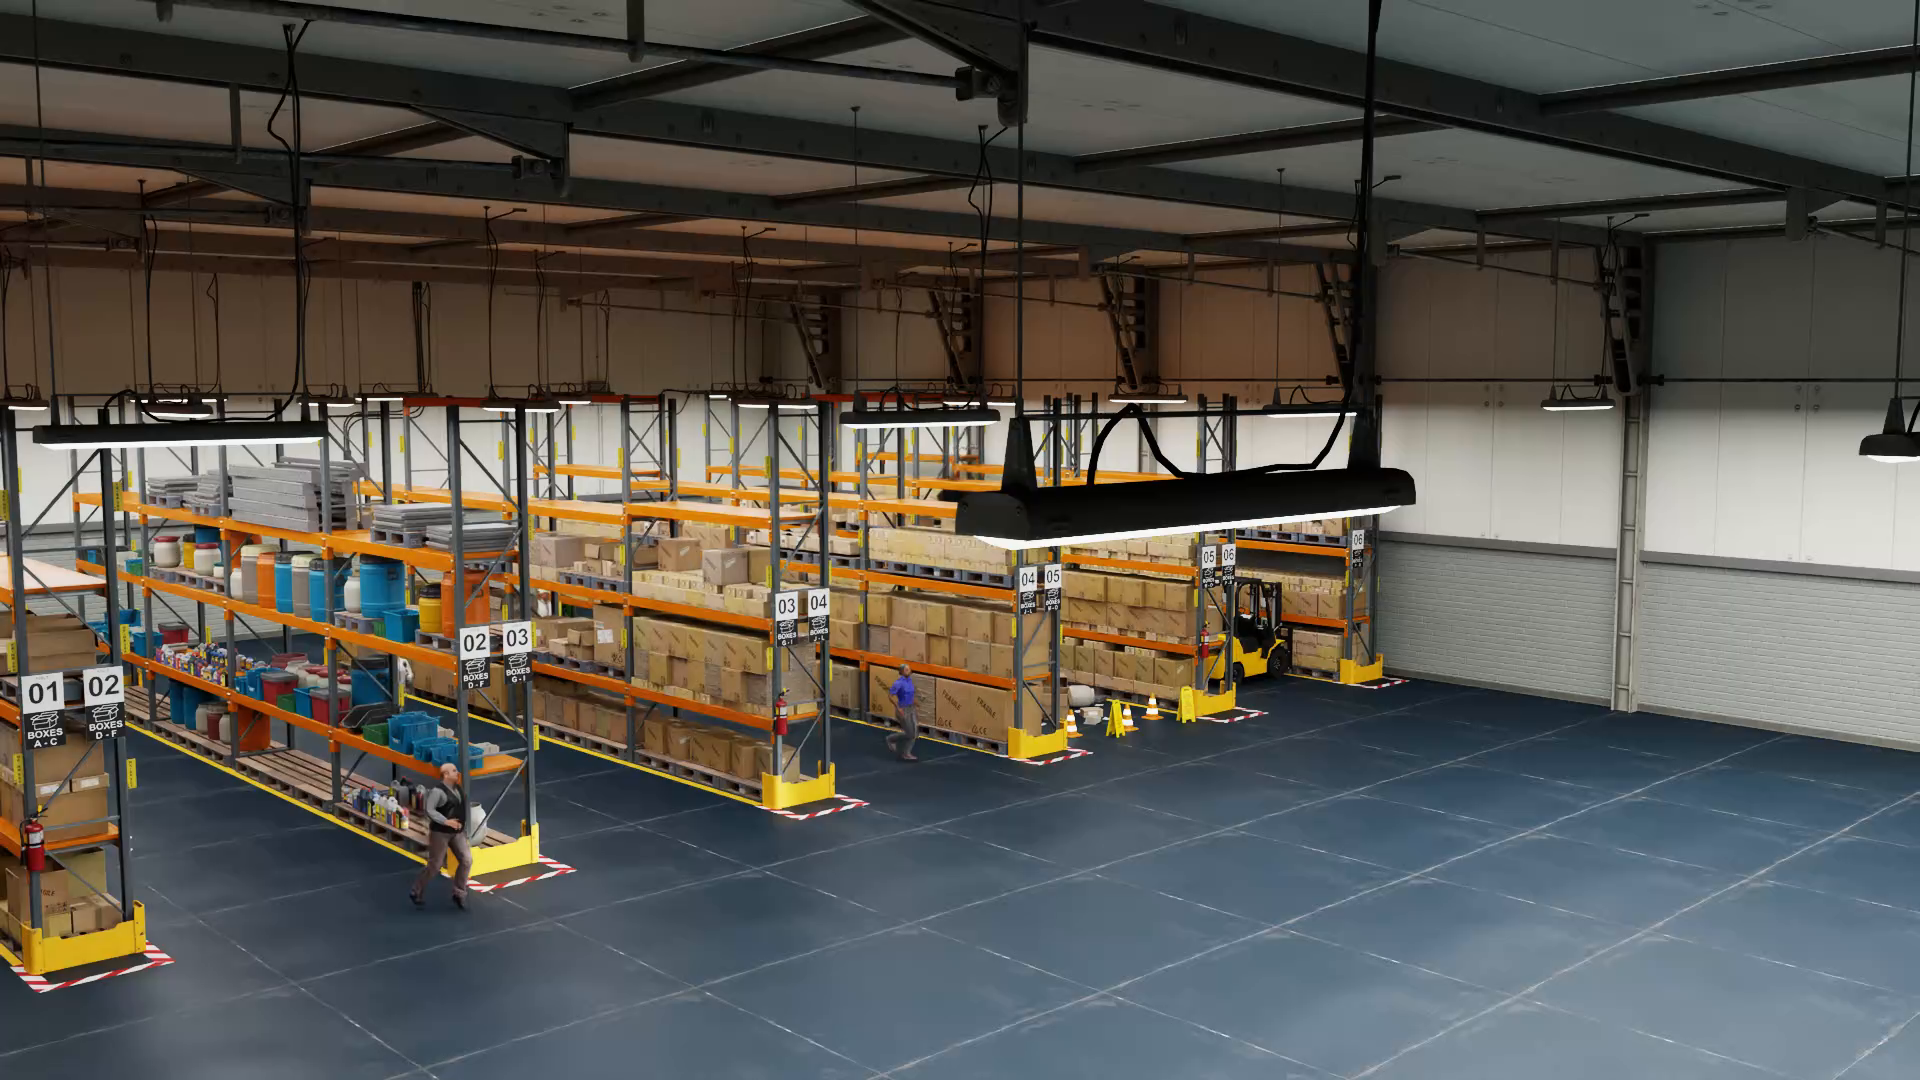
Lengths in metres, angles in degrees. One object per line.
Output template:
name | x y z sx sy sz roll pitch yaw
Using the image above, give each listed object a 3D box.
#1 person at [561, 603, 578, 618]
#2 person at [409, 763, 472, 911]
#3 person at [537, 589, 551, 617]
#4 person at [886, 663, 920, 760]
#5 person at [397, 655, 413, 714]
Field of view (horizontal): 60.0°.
person | -9.784 1.450 41.263 0.848 1.777 0.691 0 6 5
person | -6.173 3.560 20.036 0.753 1.748 0.734 2 6 23
person | -9.128 1.925 36.601 0.720 1.783 0.635 5 8 44
person | -0.943 2.853 27.715 0.575 1.608 0.591 3 6 29
person | -9.939 2.660 29.346 0.771 1.714 0.572 4 7 34
